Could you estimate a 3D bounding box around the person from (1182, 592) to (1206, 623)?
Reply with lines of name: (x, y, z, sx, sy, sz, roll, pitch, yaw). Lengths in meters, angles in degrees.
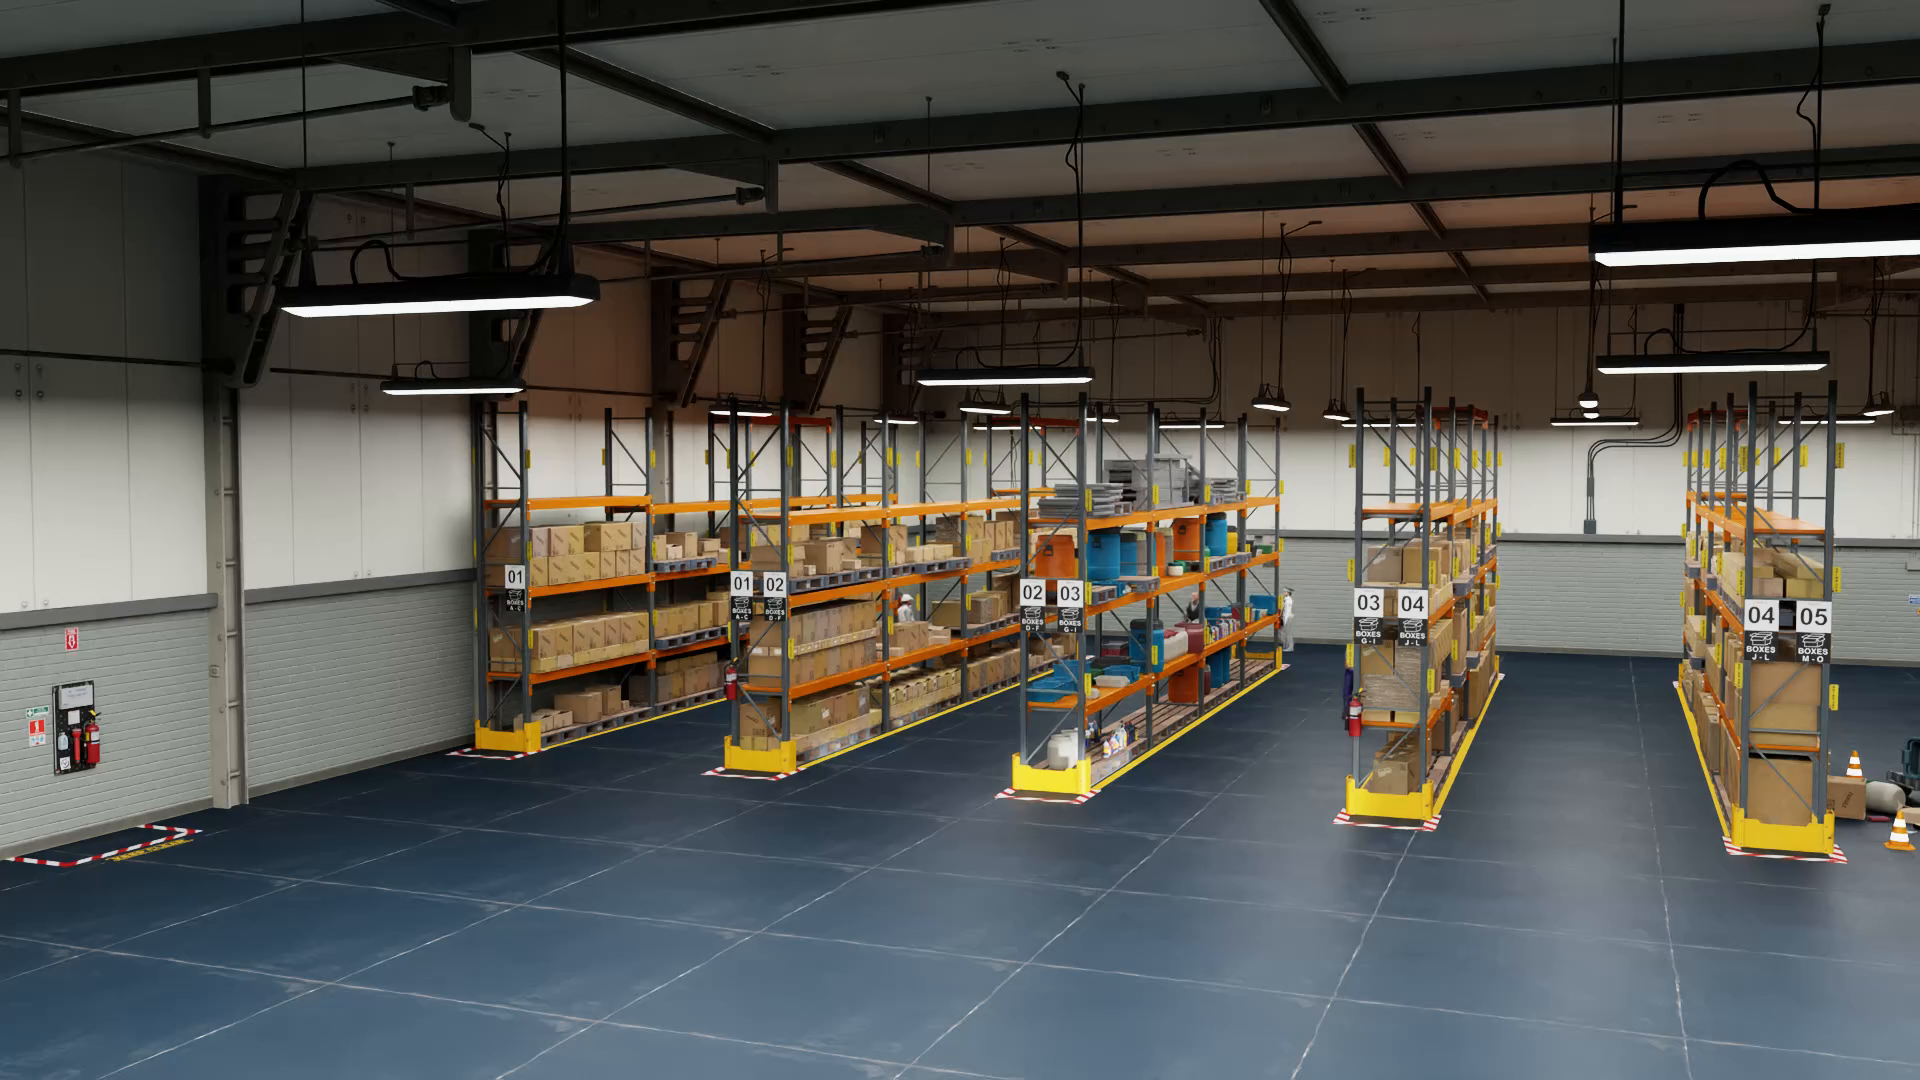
person: (5.848, 2.133, 41.478, 0.588, 1.661, 1.069, 1, 3, 24)

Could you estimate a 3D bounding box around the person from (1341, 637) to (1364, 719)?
person: (7.601, 2.624, 31.990, 0.501, 1.596, 0.949, 2, 3, 31)

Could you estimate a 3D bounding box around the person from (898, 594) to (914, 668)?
person: (-1.311, 2.182, 39.778, 0.478, 1.776, 0.567, -1, 3, -27)

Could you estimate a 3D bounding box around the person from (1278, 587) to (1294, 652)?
person: (8.421, 2.068, 43.086, 0.457, 1.709, 0.530, 0, 3, -3)
